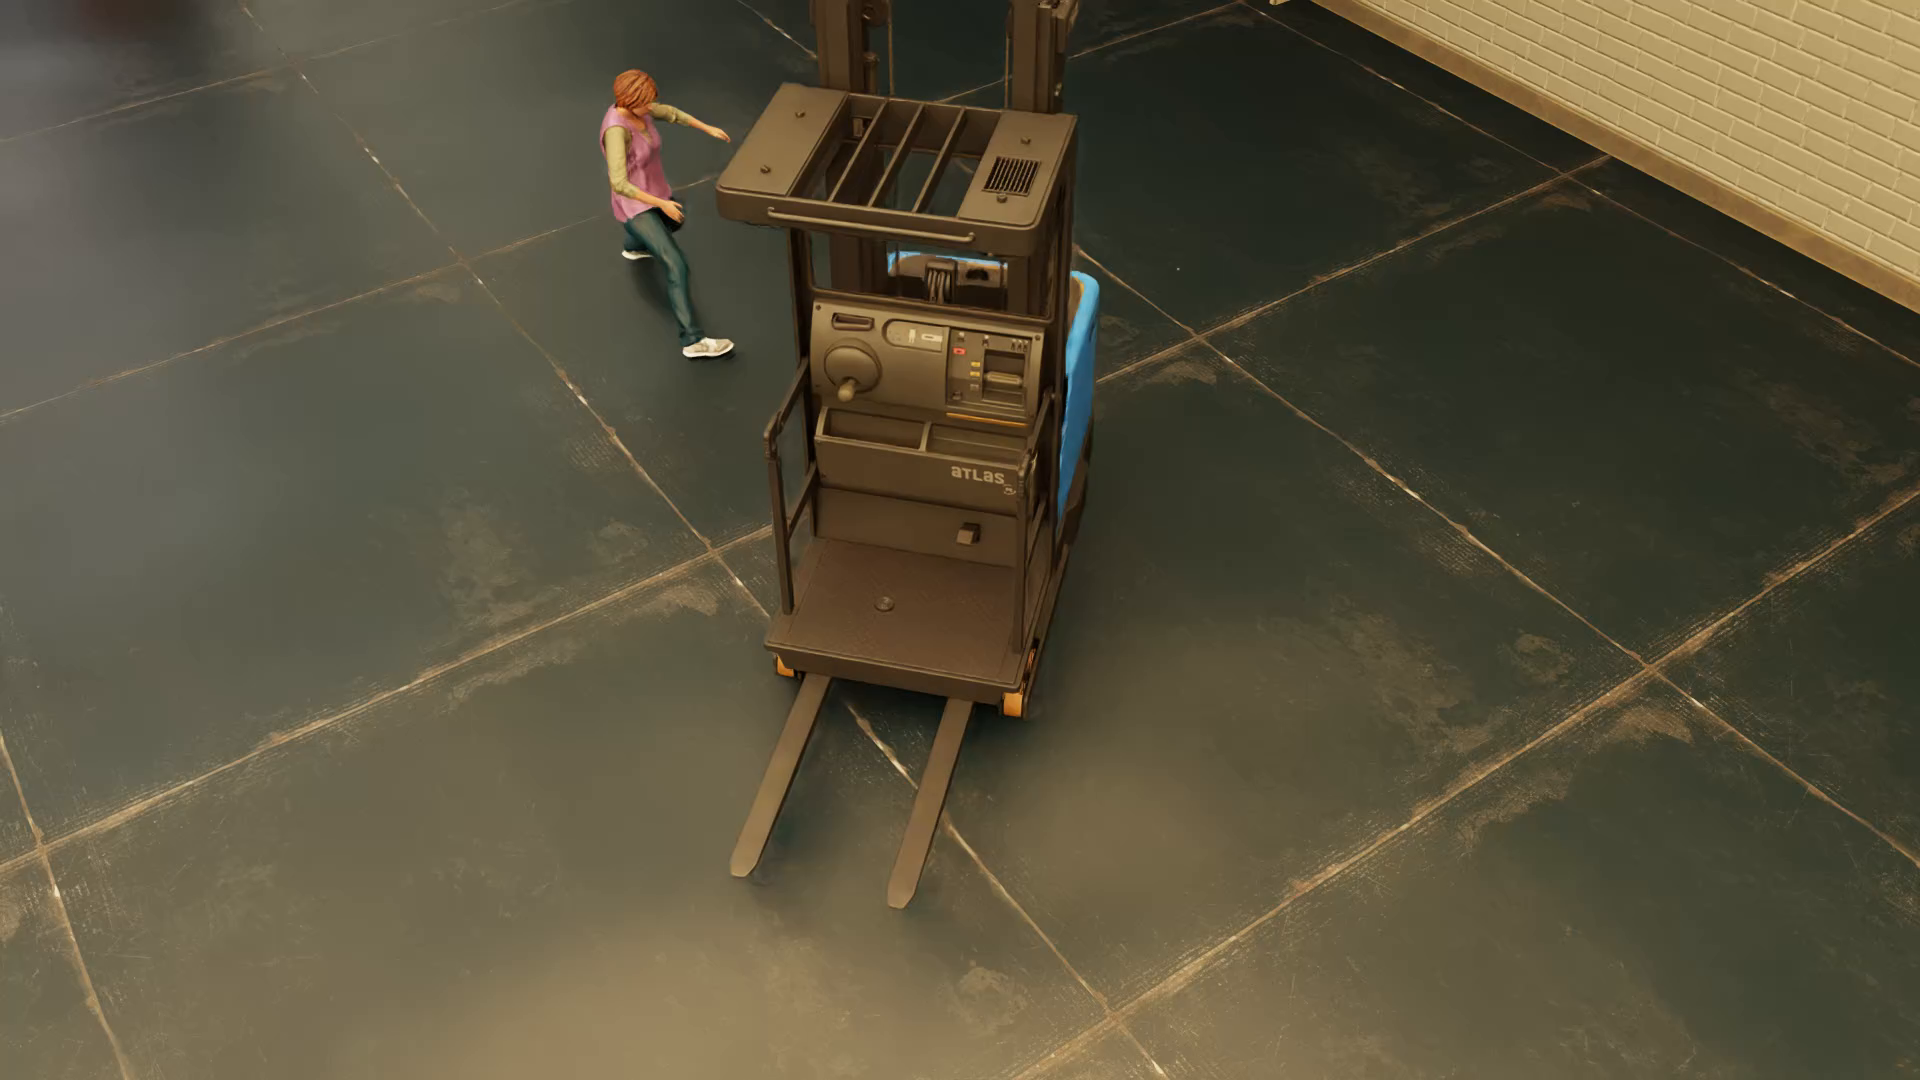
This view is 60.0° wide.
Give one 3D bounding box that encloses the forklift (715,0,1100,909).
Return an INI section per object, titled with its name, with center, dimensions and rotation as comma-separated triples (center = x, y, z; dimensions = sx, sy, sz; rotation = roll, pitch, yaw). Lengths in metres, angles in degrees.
[forklift]
center = -0.182, -0.614, 6.382
dimensions = 1.130, 2.935, 3.031
rotation = 9, 43, 10

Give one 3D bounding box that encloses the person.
[person]
center = -1.573, -1.844, 8.858
dimensions = 0.891, 1.412, 1.020
rotation = 8, 43, 9
